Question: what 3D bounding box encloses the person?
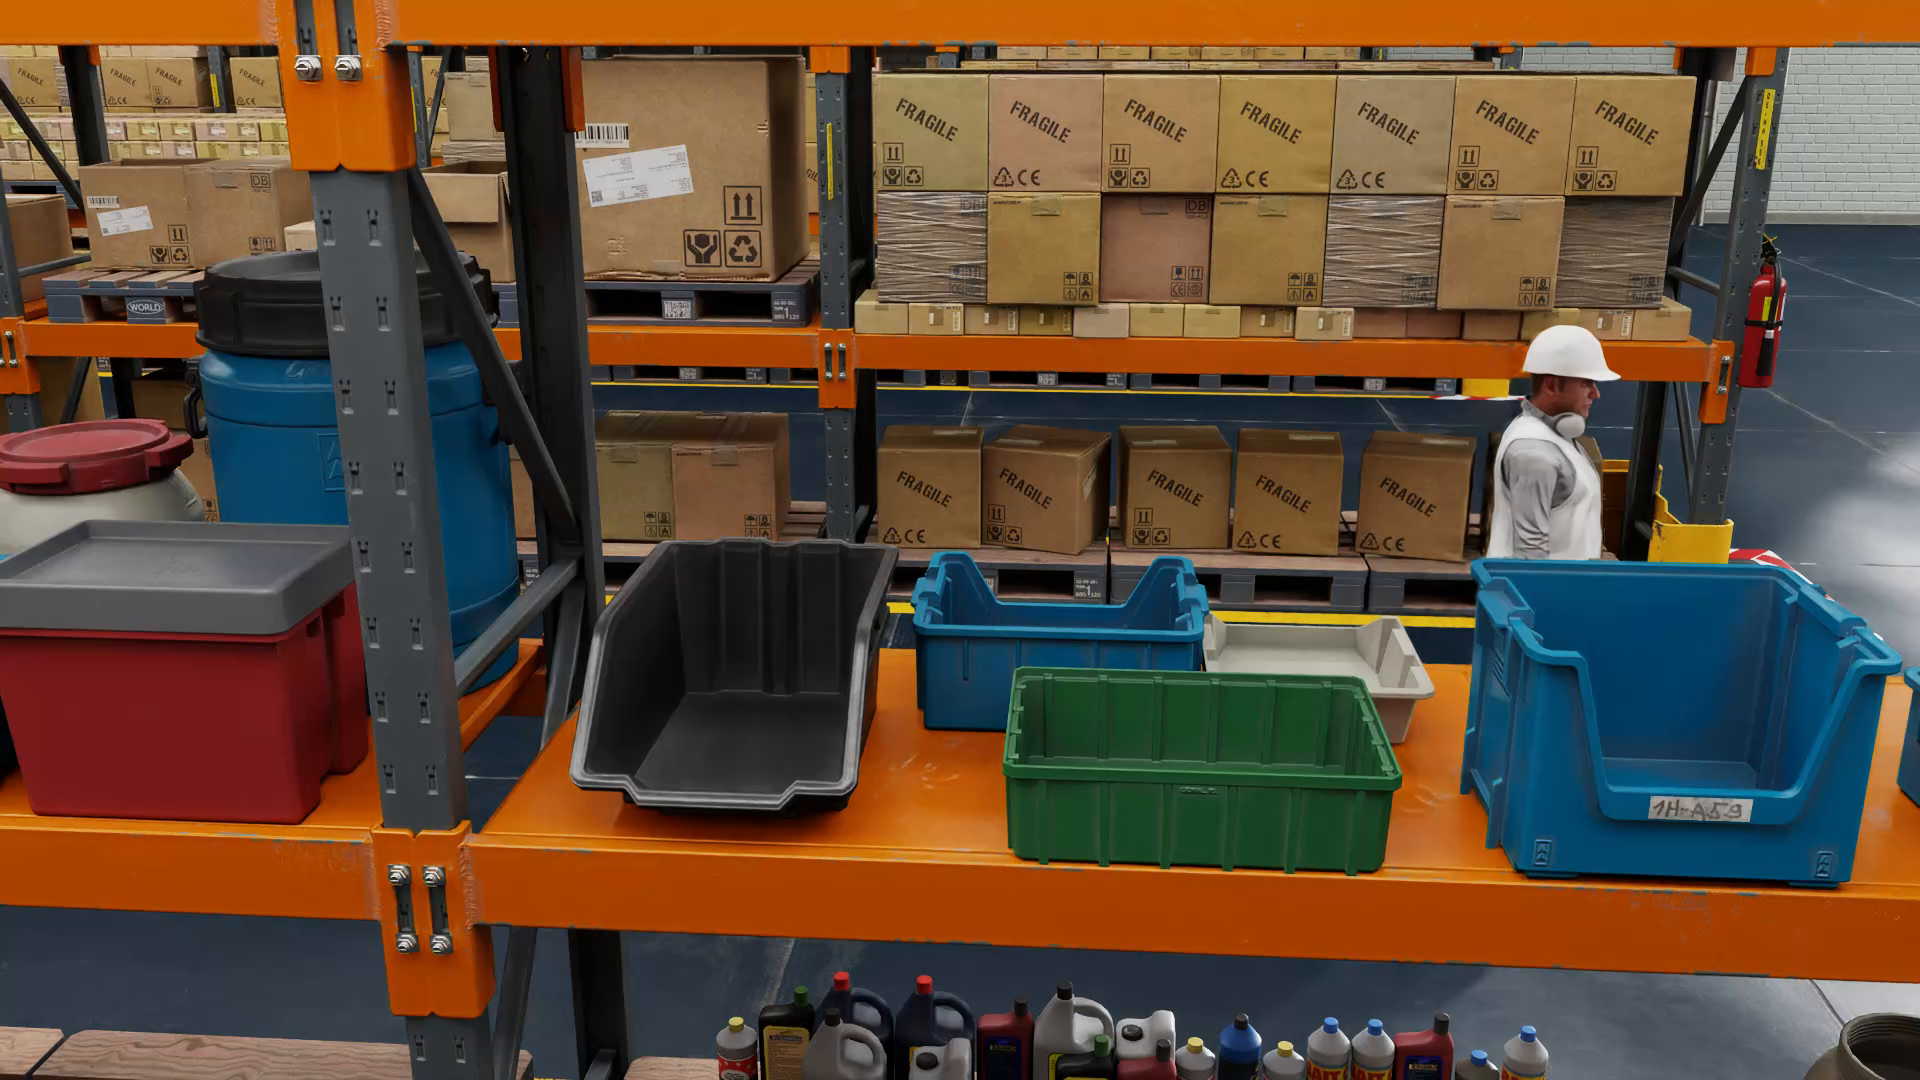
[{"bbox_3d":[1.832,0.167,5.439,0.786,1.746,0.567,7,19,23],"label":"person"}]
